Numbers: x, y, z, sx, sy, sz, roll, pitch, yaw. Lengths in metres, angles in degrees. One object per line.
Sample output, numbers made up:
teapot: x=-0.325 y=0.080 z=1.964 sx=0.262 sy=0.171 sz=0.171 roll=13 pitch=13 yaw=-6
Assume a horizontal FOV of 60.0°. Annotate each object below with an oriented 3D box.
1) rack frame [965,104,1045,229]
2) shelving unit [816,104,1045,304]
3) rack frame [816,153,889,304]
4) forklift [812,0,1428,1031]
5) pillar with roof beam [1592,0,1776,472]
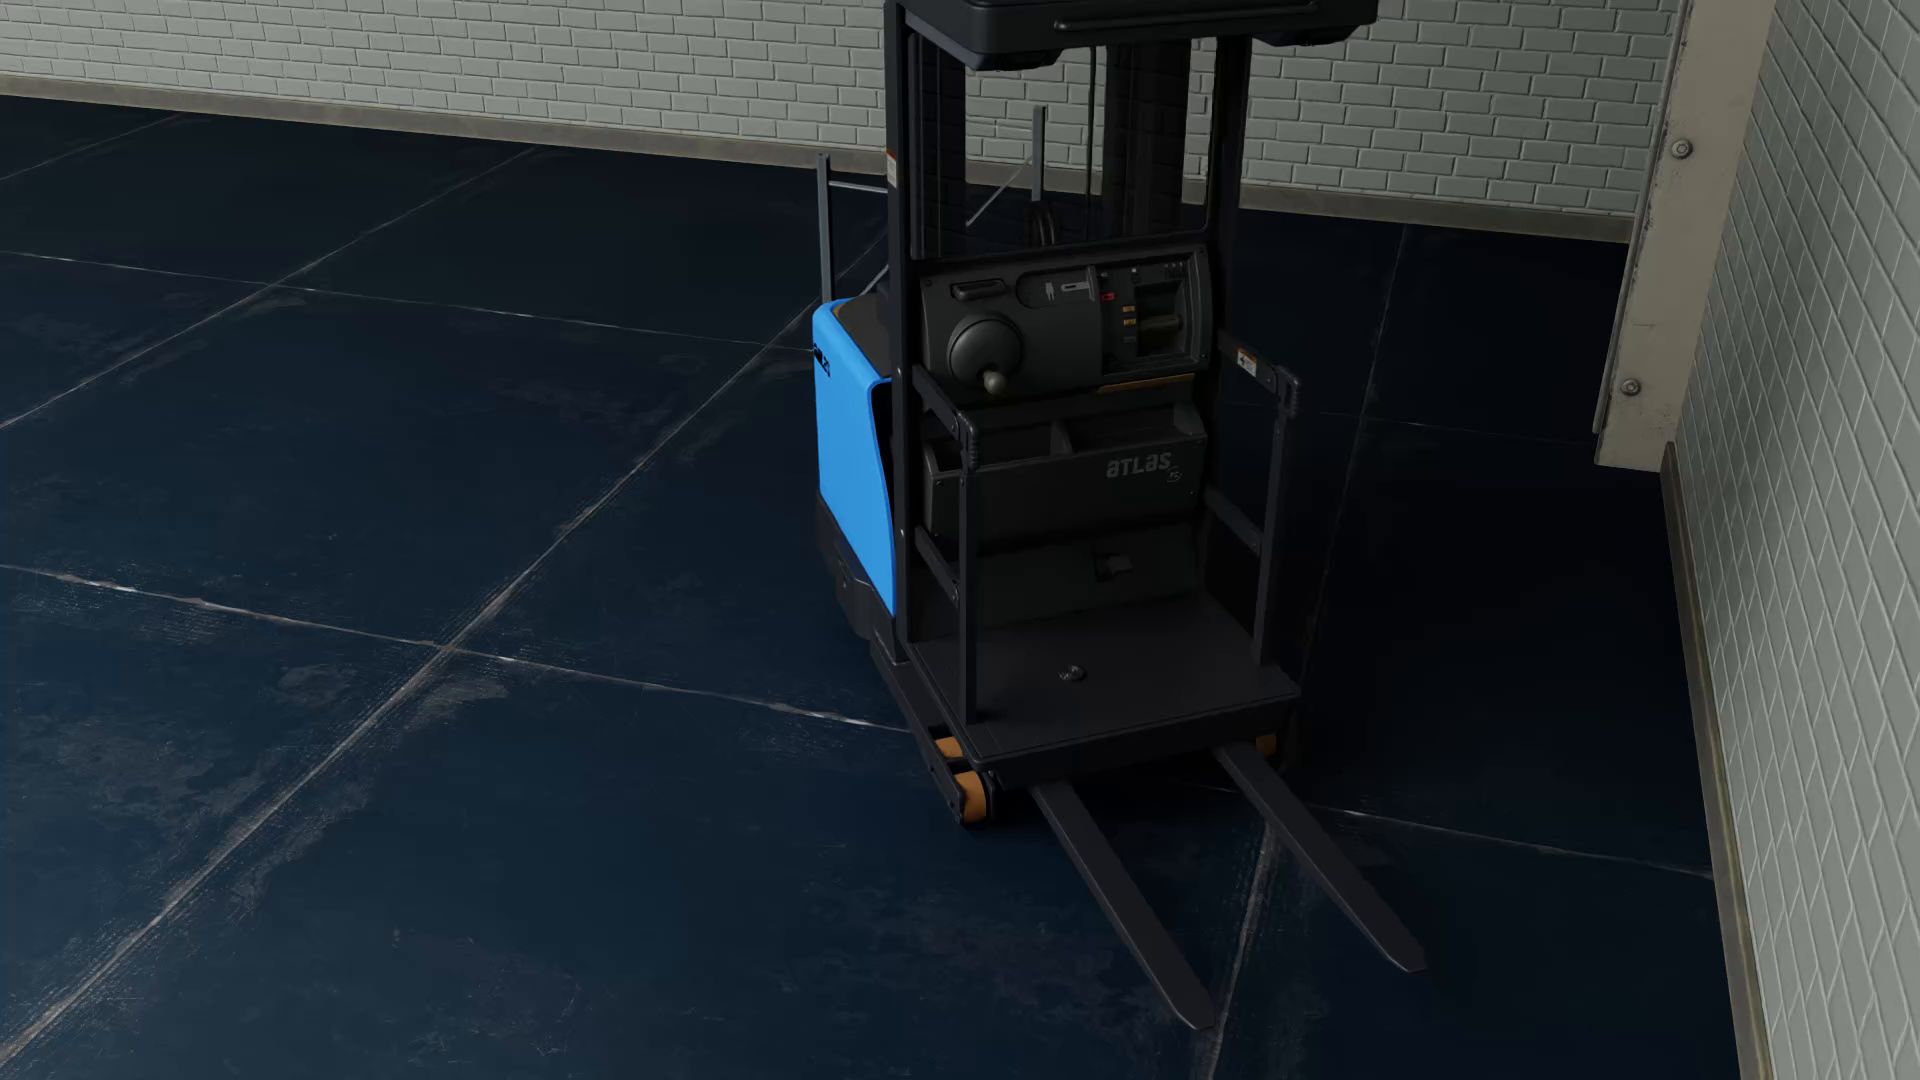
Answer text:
rack frame: x=0.121 y=-1.199 z=7.363 sx=0.500 sy=1.500 sz=0.032 roll=13 pitch=32 yaw=22
shelving unit: x=-0.094 y=-0.975 z=6.960 sx=0.538 sy=1.500 sz=1.048 roll=13 pitch=32 yaw=22
rack frame: x=-0.310 y=-0.751 z=6.558 sx=0.500 sy=1.500 sz=0.032 roll=13 pitch=32 yaw=22
forklift: x=0.403 y=-0.622 z=4.853 sx=1.130 sy=2.935 sz=3.031 roll=-10 pitch=30 yaw=-17
pillar with roof beam: x=-1.105 y=-4.951 z=6.394 sx=9.100 sy=9.000 sz=0.400 roll=8 pitch=30 yaw=15
